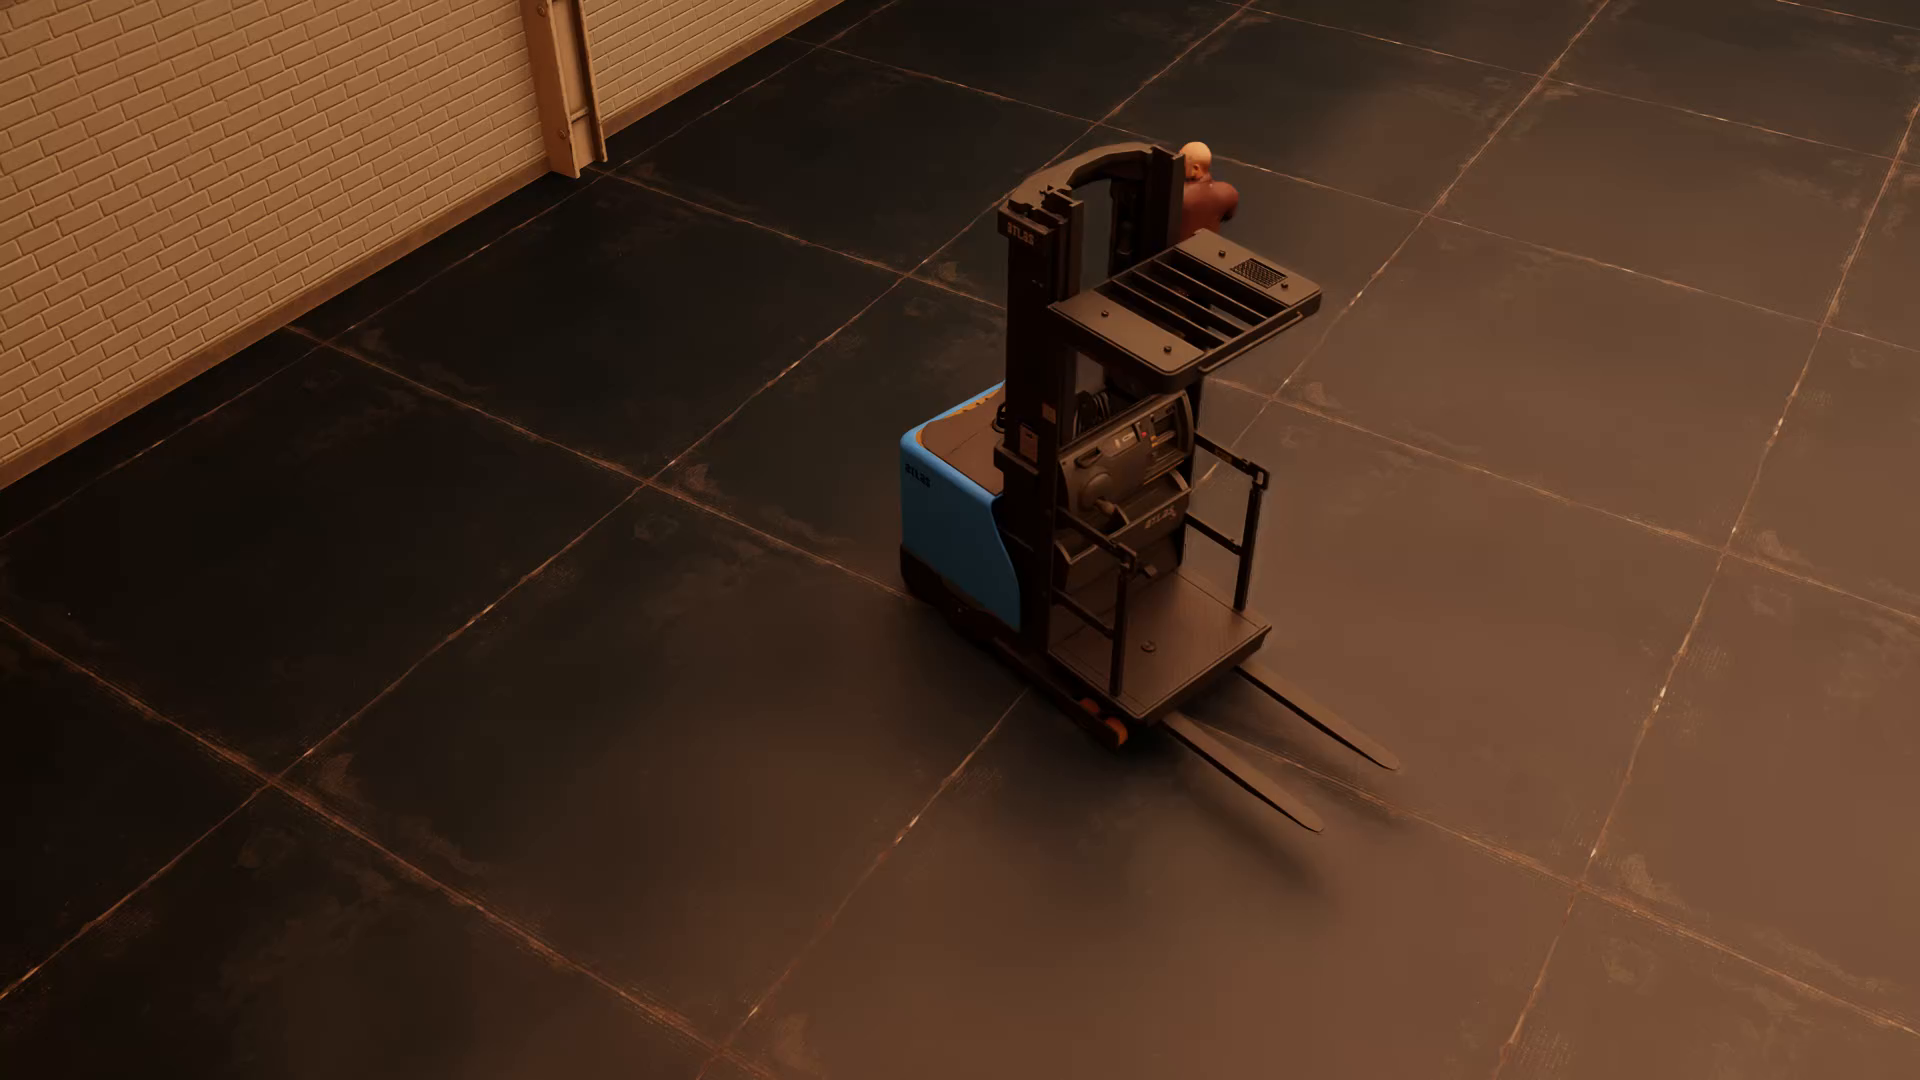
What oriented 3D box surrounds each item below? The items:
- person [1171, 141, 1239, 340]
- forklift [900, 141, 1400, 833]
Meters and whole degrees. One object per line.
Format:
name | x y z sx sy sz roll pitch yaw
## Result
person | 1.517 -1.892 11.181 0.613 1.731 1.009 5 41 6
forklift | 1.004 -0.379 8.414 1.130 2.935 3.031 -30 49 -31
